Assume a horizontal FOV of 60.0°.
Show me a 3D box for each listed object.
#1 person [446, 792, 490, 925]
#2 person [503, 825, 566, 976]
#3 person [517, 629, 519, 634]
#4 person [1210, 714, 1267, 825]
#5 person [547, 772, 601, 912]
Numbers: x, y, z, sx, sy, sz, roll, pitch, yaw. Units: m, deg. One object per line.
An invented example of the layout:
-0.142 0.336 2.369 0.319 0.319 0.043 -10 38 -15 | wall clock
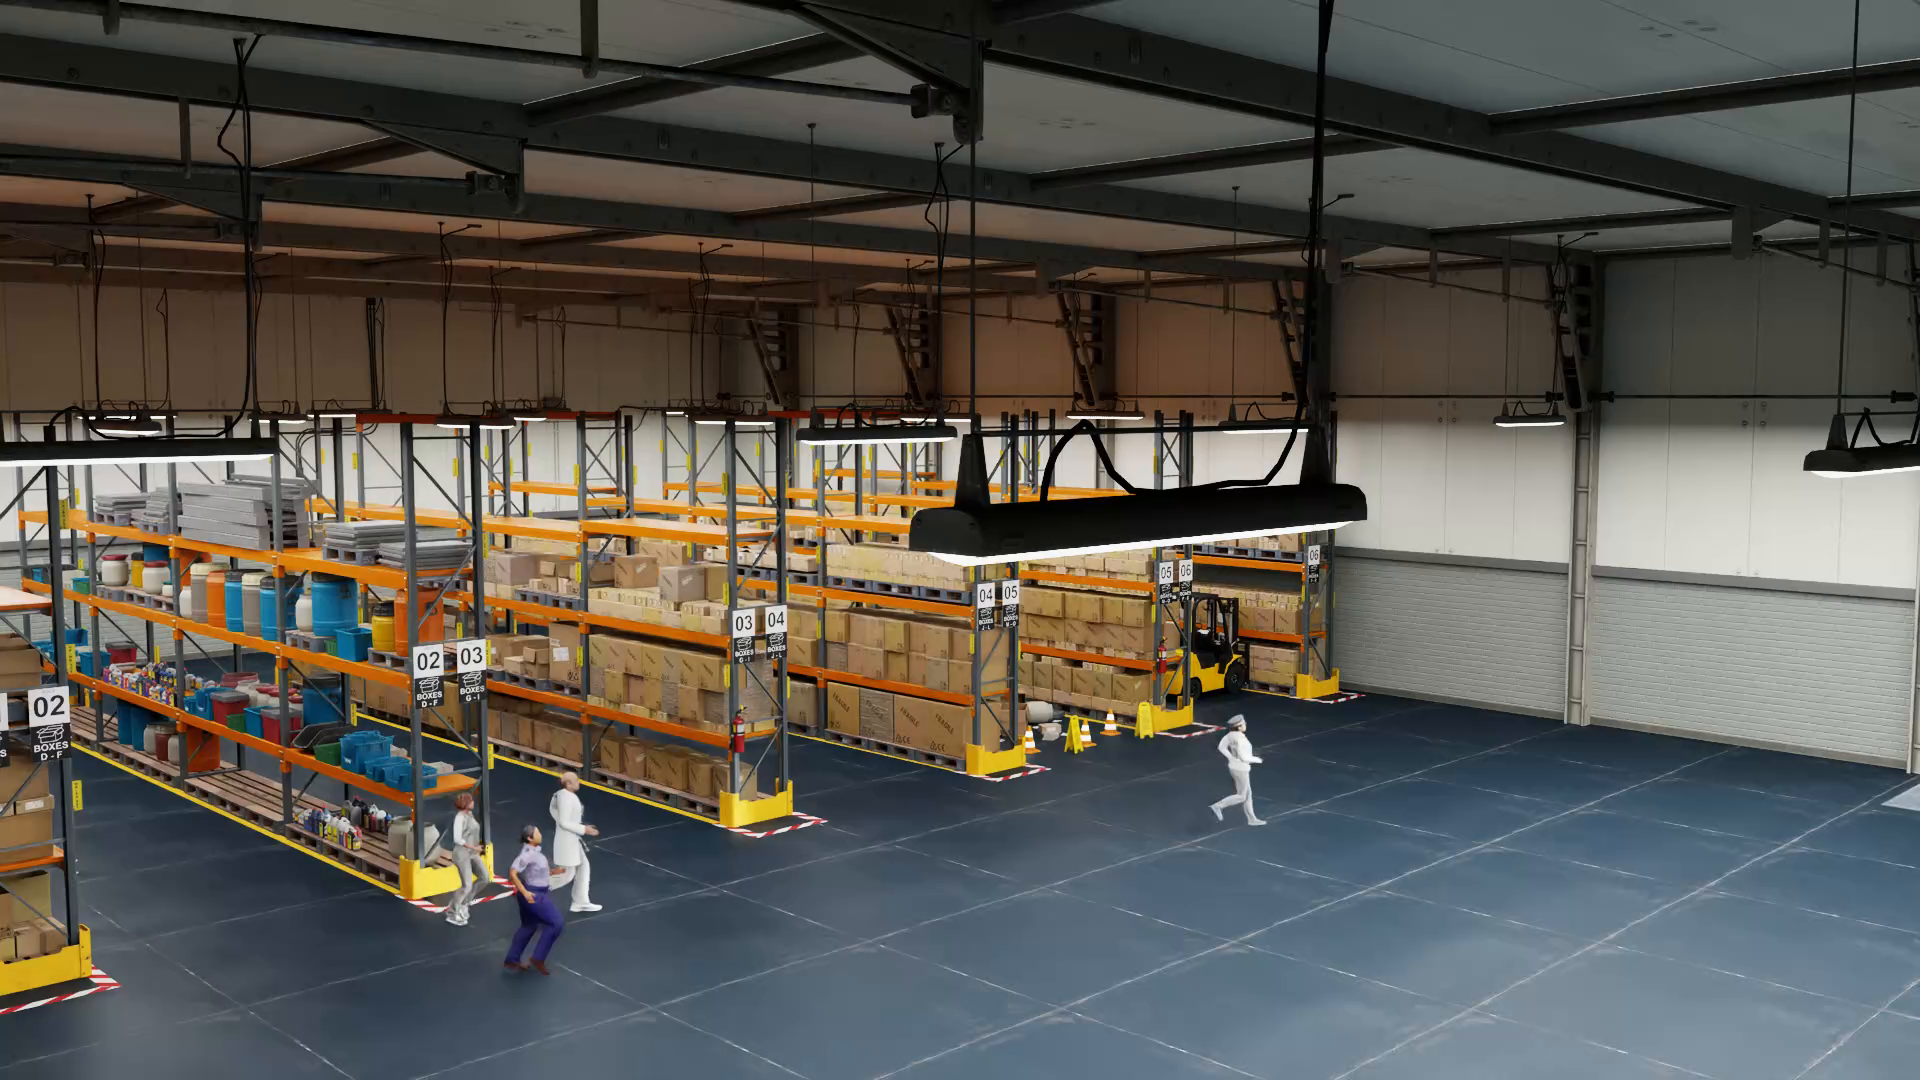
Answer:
-5.911 3.817 20.025 0.515 1.557 0.618 0 5 4 | person
-4.644 3.944 18.200 0.671 1.655 0.578 -2 5 -19 | person
-8.987 2.590 33.529 0.602 1.684 0.664 3 6 35 | person
4.065 3.371 24.323 0.890 1.669 0.618 -1 5 -13 | person
-4.866 3.745 20.288 0.934 1.661 0.701 -1 5 -14 | person
